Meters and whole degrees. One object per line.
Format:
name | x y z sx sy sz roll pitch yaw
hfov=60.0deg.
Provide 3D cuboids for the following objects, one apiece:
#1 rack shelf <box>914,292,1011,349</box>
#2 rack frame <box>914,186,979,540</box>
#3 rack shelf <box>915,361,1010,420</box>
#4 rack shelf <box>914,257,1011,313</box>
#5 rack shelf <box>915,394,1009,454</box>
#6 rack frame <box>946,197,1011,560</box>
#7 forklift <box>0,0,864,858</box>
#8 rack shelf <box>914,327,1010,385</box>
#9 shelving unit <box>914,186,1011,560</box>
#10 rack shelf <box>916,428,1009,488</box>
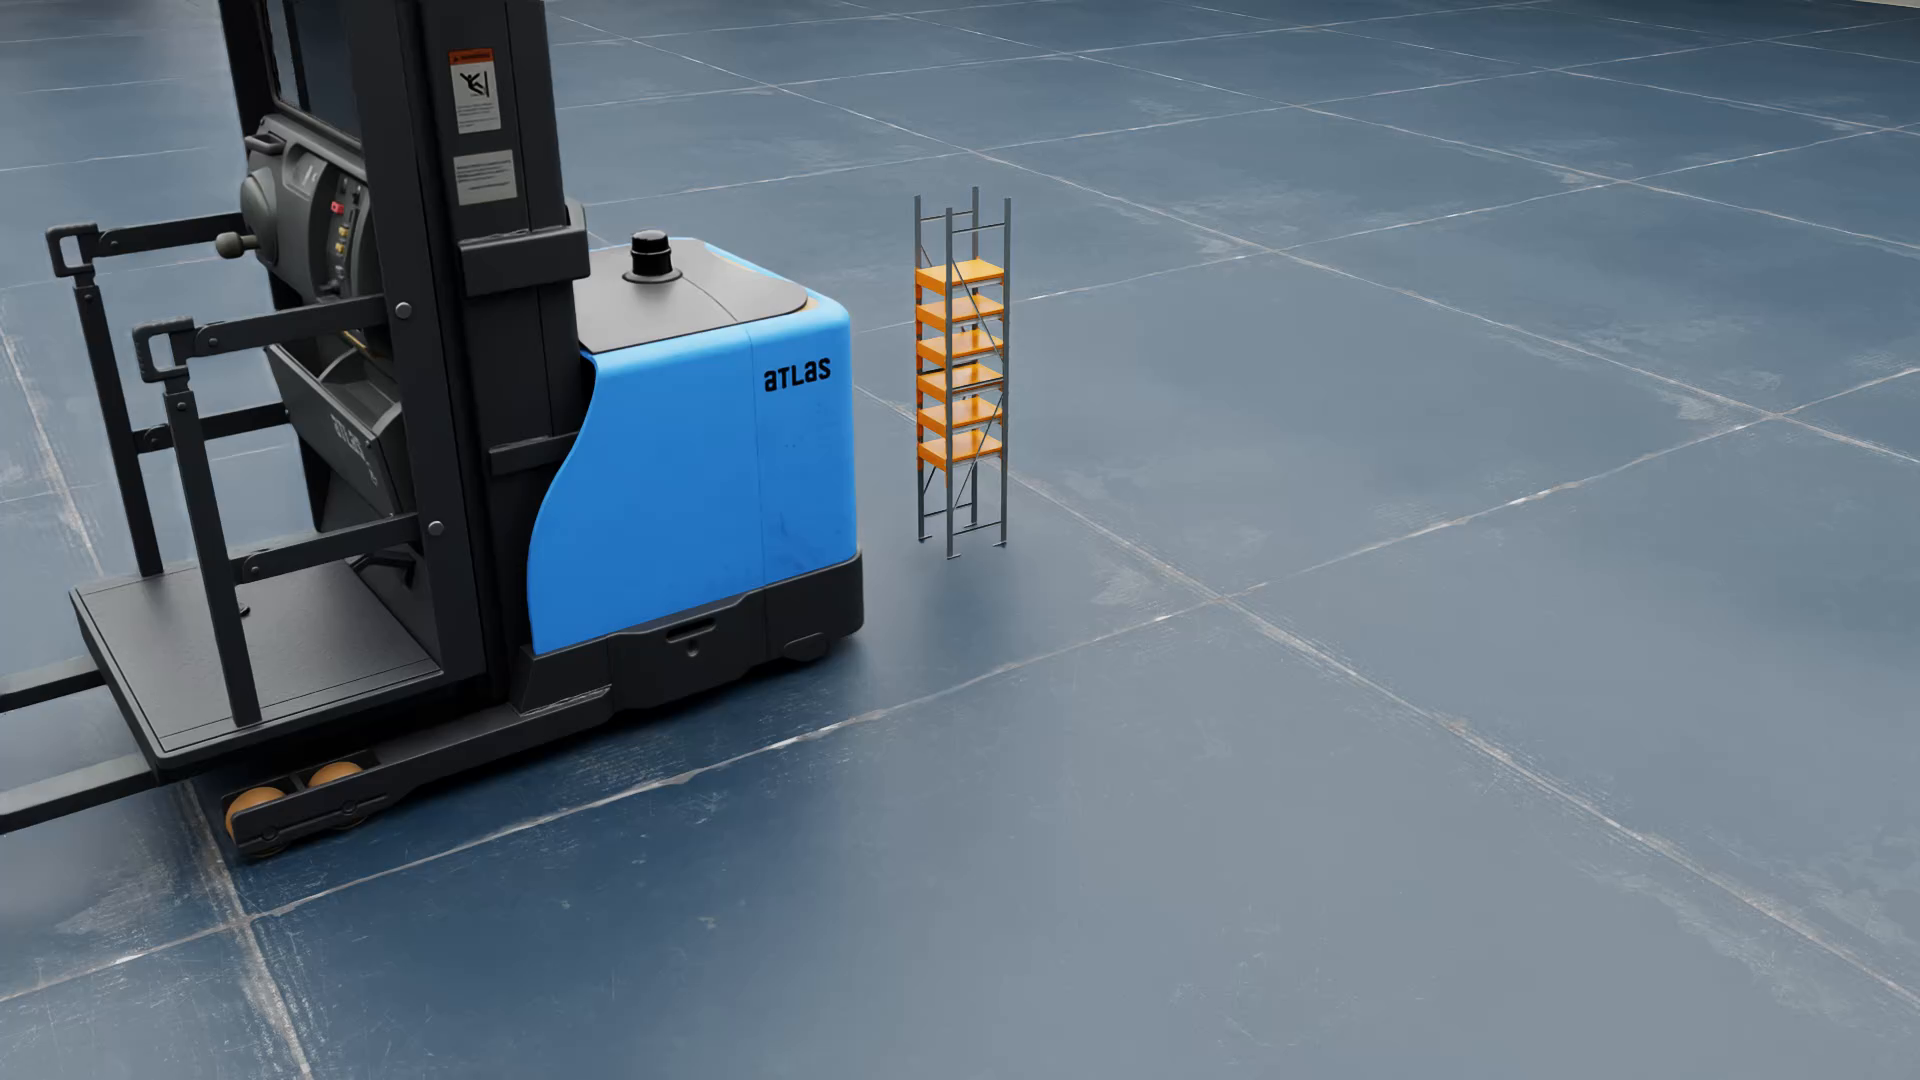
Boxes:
rack shelf | 0.008 -0.714 5.399 0.258 0.103 0.180 -16 29 -30
rack frame | -0.042 -0.570 5.552 0.240 1.200 0.006 -16 29 -30
rack shelf | 0.008 -0.497 5.502 0.258 0.103 0.180 -16 29 -30
rack shelf | 0.008 -0.823 5.348 0.258 0.103 0.180 -16 29 -30
rack shelf | 0.008 -0.389 5.553 0.258 0.103 0.180 -16 29 -30
rack frame | 0.058 -0.505 5.414 0.240 1.200 0.006 -16 29 -30
forklift | -1.783 -0.802 4.015 3.031 2.935 1.130 -17 30 -32
rack shelf | 0.008 -0.606 5.451 0.258 0.103 0.180 -16 29 -30
shelving unit | 0.008 -0.537 5.483 0.258 1.200 0.189 -16 29 -30
rack shelf | 0.008 -0.280 5.604 0.258 0.103 0.180 -16 29 -30
